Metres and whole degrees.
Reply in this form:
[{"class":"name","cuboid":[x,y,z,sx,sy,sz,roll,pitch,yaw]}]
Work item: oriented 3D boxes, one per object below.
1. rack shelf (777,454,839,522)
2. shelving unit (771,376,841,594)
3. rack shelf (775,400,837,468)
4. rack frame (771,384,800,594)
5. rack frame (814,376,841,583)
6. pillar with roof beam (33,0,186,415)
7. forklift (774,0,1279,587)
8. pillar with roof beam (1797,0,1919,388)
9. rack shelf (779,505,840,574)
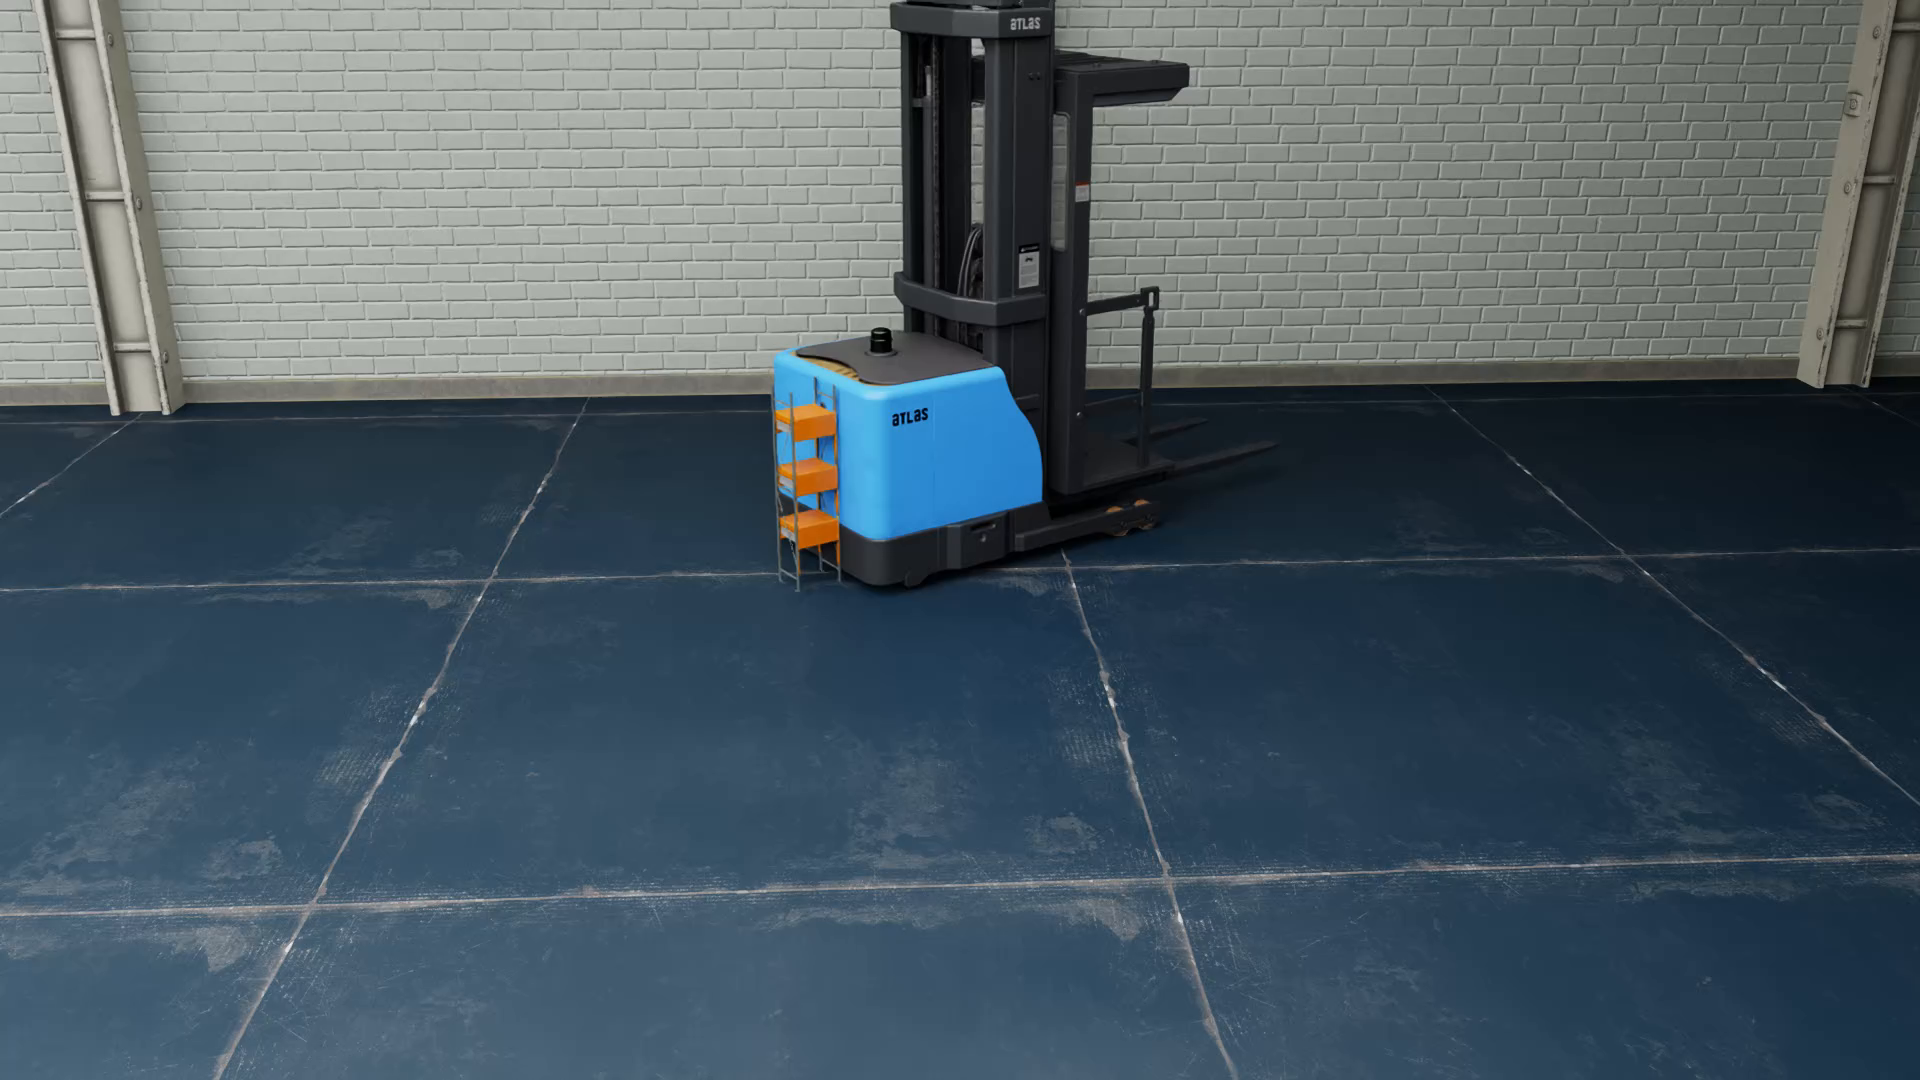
[{"class":"rack shelf","cuboid":[-0.771,-0.264,8.369,0.240,0.259,0.215,-14,25,-33]},{"class":"shelving unit","cuboid":[-0.771,-0.274,8.365,0.252,1.050,0.215,-14,25,-33]},{"class":"rack shelf","cuboid":[-0.771,-0.529,8.268,0.240,0.259,0.215,-14,25,-33]},{"class":"rack frame","cuboid":[-0.870,-0.249,8.298,0.008,1.050,0.200,-14,25,-33]},{"class":"rack frame","cuboid":[-0.672,-0.299,8.431,0.008,1.050,0.200,-14,25,-33]},{"class":"pillar with roof beam","cuboid":[-5.365,-3.588,5.897,0.400,9.000,9.100,-1,21,-3]},{"class":"forklift","cuboid":[0.504,-1.525,9.007,3.031,2.935,1.130,-14,25,-33]},{"class":"pillar with roof beam","cuboid":[6.615,-3.831,6.537,0.400,9.000,9.100,-1,21,-3]},{"class":"rack shelf","cuboid":[-0.771,-0.004,8.467,0.240,0.259,0.215,-14,25,-33]}]
